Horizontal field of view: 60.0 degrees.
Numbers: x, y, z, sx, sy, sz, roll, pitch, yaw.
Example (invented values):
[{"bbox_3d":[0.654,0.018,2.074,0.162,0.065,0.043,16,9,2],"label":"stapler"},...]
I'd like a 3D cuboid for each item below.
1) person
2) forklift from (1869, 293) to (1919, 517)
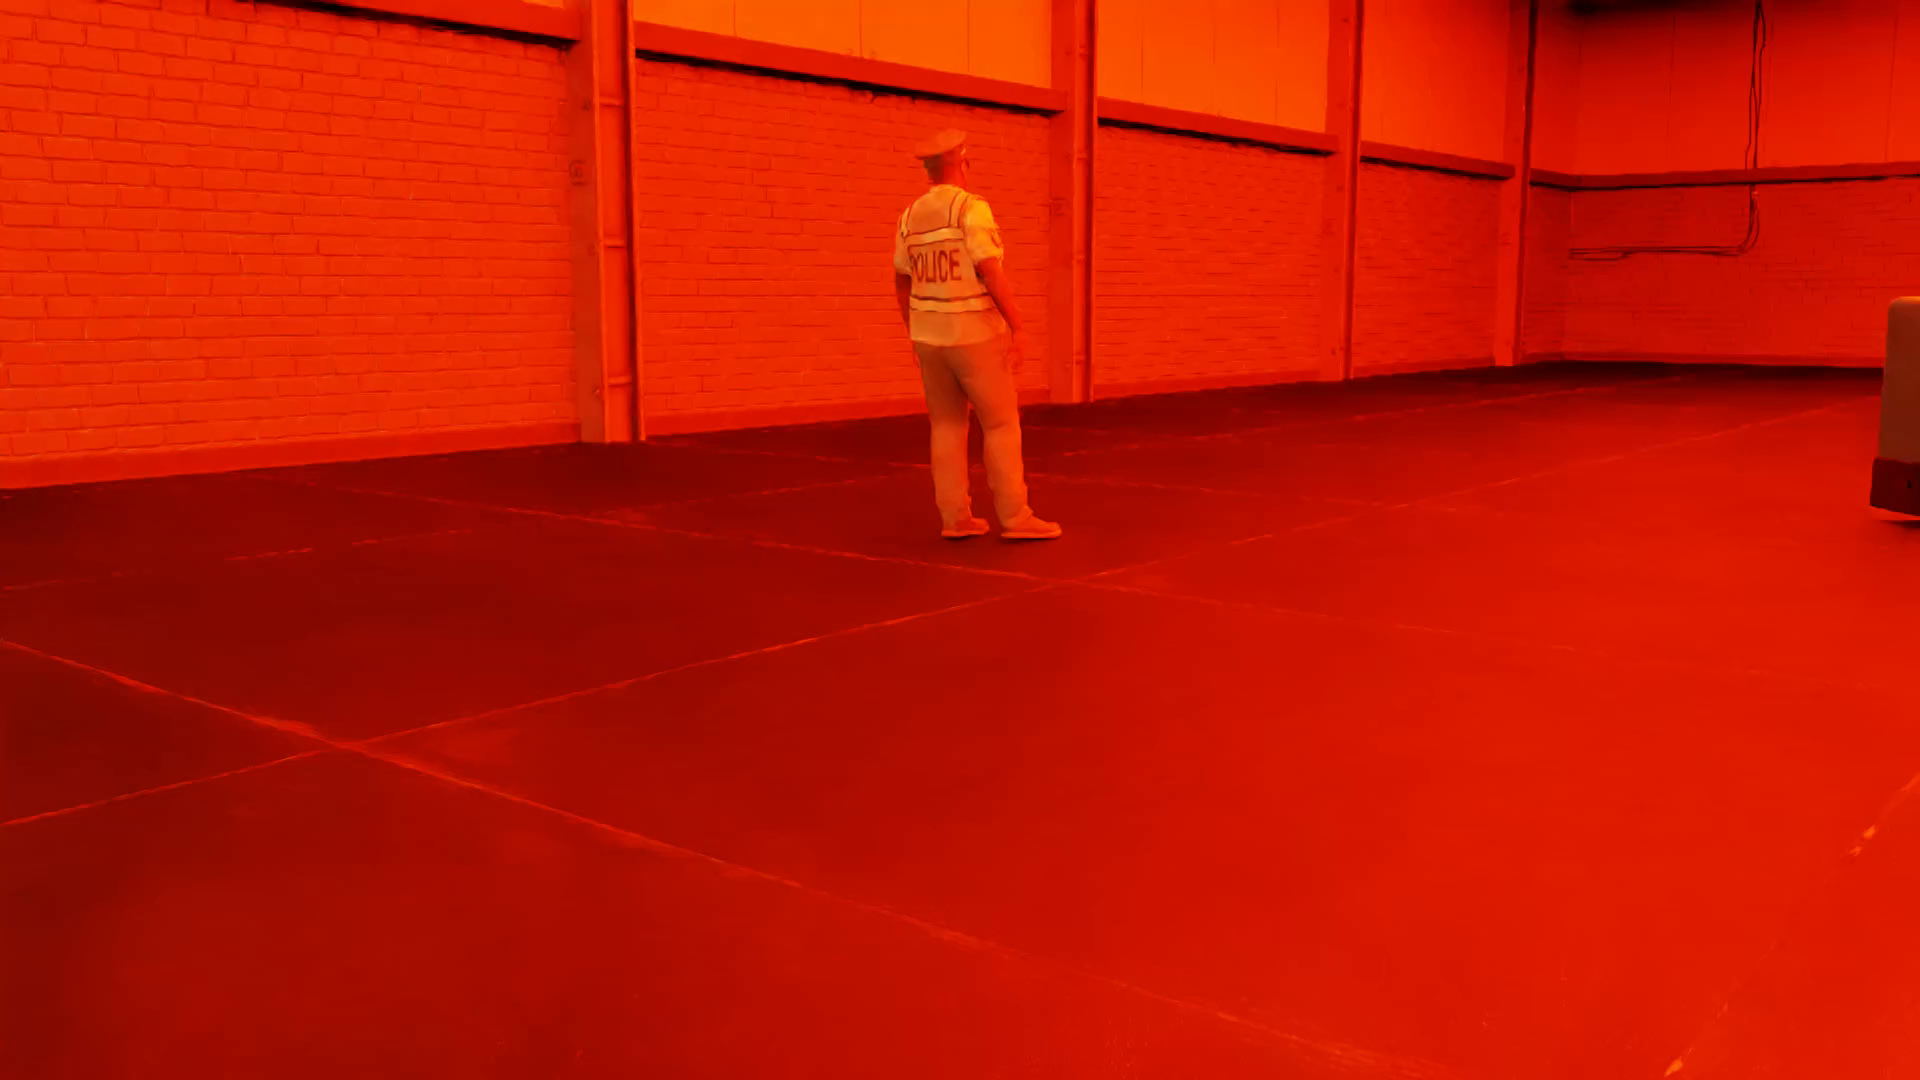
[{"bbox_3d":[0.058,-0.897,7.327,0.640,1.781,0.574,7,11,38],"label":"person"},{"bbox_3d":[5.925,-1.489,7.455,3.031,2.935,1.130,0,8,-3],"label":"forklift"}]
